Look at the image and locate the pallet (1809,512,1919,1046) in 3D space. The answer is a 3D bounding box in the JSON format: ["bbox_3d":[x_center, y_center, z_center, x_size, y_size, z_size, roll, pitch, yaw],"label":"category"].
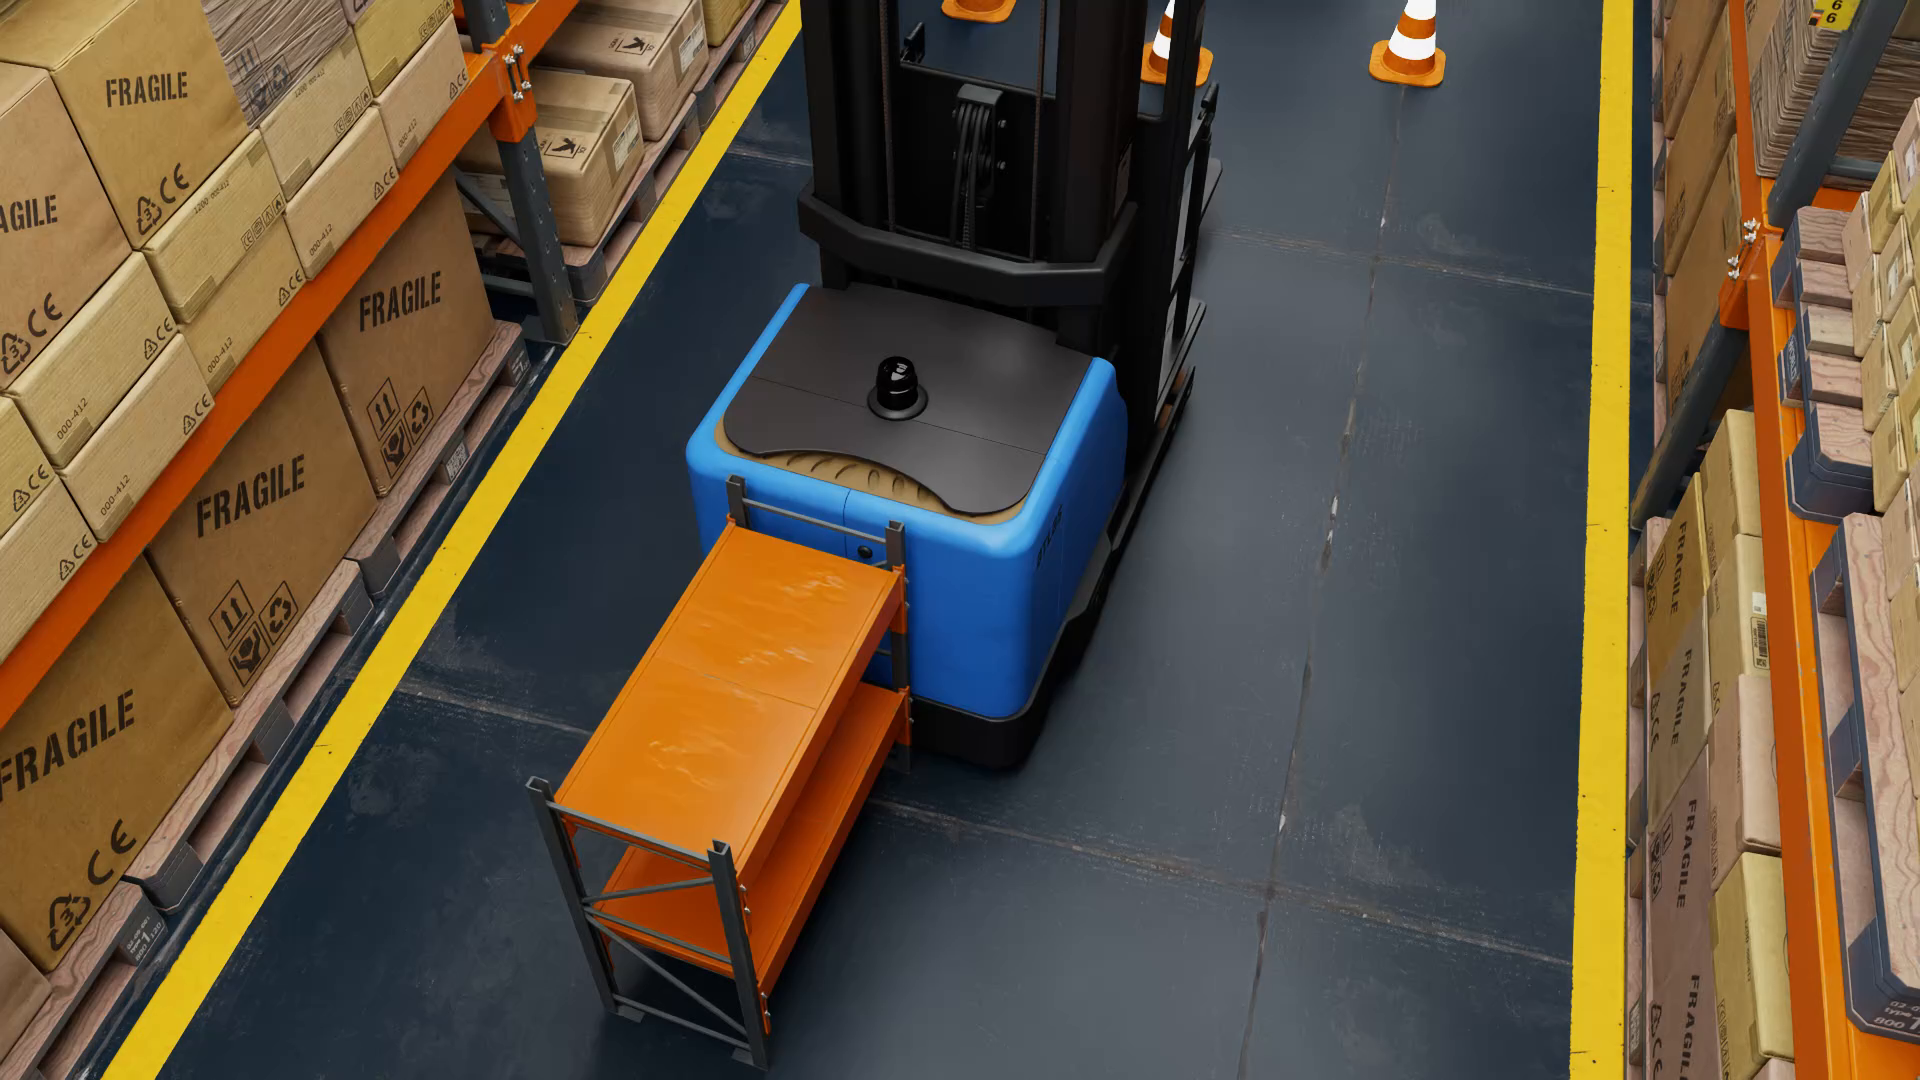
[{"bbox_3d":[2.343,0.534,3.406,1.003,0.211,1.213,12,50,10],"label":"pallet"}]

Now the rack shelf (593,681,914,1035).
[{"bbox_3d":[-0.563,0.791,4.628,0.538,0.278,1.000,16,51,14],"label":"rack shelf"}]

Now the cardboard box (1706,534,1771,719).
[{"bbox_3d":[2.276,0.289,4.382,0.500,0.250,0.500,11,49,10],"label":"cardboard box"}]

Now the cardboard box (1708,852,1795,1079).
[{"bbox_3d":[1.997,1.021,3.735,0.500,0.250,0.500,10,49,8],"label":"cardboard box"}]

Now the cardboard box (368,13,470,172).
[{"bbox_3d":[-1.860,-1.406,5.091,0.500,0.250,0.500,10,49,9],"label":"cardboard box"}]

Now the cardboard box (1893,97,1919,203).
[{"bbox_3d":[2.515,-0.923,4.054,0.380,0.149,0.250,12,50,10],"label":"cardboard box"}]

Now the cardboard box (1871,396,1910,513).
[{"bbox_3d":[2.301,-0.156,3.775,0.380,0.149,0.250,14,50,12],"label":"cardboard box"}]

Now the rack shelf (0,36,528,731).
[{"bbox_3d":[-2.504,-0.188,4.395,1.077,0.370,4.000,12,50,10],"label":"rack shelf"}]

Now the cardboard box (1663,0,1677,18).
[{"bbox_3d":[3.801,-2.790,7.432,1.050,0.750,0.750,11,50,10],"label":"cardboard box"}]

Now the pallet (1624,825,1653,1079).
[{"bbox_3d":[2.294,1.398,4.375,1.003,0.211,1.213,12,50,10],"label":"pallet"}]

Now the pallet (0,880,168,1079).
[{"bbox_3d":[-2.900,1.370,4.400,1.003,0.211,1.213,12,50,10],"label":"pallet"}]

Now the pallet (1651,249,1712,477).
[{"bbox_3d":[3.105,-0.602,6.140,1.003,0.211,1.213,12,50,10],"label":"pallet"}]

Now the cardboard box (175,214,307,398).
[{"bbox_3d":[-2.128,-0.673,4.443,0.500,0.250,0.500,11,50,10],"label":"cardboard box"}]

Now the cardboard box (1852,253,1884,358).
[{"bbox_3d":[2.441,-0.547,4.120,0.380,0.149,0.250,14,50,12],"label":"cardboard box"}]

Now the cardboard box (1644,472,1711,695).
[{"bbox_3d":[2.392,0.180,4.977,0.500,0.500,0.500,10,49,8],"label":"cardboard box"}]

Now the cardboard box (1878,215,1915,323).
[{"bbox_3d":[2.434,-0.617,3.983,0.380,0.149,0.250,14,50,12],"label":"cardboard box"}]

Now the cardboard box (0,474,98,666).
[{"bbox_3d":[-2.375,0.062,3.795,0.500,0.250,0.500,11,50,10],"label":"cardboard box"}]

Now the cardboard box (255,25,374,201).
[{"bbox_3d":[-1.991,-1.217,4.590,0.500,0.250,0.500,10,49,9],"label":"cardboard box"}]

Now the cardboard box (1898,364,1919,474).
[{"bbox_3d":[2.301,-0.241,3.651,0.380,0.149,0.250,12,50,10],"label":"cardboard box"}]

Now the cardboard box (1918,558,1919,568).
[{"bbox_3d":[2.166,0.118,3.334,0.380,0.149,0.250,11,50,10],"label":"cardboard box"}]

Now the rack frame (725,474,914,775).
[{"bbox_3d":[-0.381,0.273,4.759,0.500,1.125,0.032,16,51,14],"label":"rack frame"}]

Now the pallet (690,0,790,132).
[{"bbox_3d":[-1.447,-2.395,7.723,1.003,0.211,1.213,12,50,10],"label":"pallet"}]

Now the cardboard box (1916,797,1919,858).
[{"bbox_3d":[2.025,0.599,3.108,0.380,0.149,0.250,14,50,12],"label":"cardboard box"}]

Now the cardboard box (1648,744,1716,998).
[{"bbox_3d":[2.133,0.917,4.327,0.500,0.500,0.500,10,49,9],"label":"cardboard box"}]

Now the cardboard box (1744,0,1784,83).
[{"bbox_3d":[2.817,-1.742,5.220,0.500,0.500,0.500,12,50,10],"label":"cardboard box"}]

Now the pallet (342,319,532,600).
[{"bbox_3d":[-2.258,-0.395,5.958,1.003,0.211,1.213,12,50,10],"label":"pallet"}]

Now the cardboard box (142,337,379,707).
[{"bbox_3d":[-2.478,-0.181,5.046,0.875,0.875,0.875,12,50,10],"label":"cardboard box"}]

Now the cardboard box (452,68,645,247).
[{"bbox_3d":[-1.819,-1.549,6.589,0.950,0.372,0.625,9,49,7],"label":"cardboard box"}]

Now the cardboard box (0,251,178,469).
[{"bbox_3d":[-2.243,-0.467,3.928,0.500,0.250,0.500,10,49,9],"label":"cardboard box"}]

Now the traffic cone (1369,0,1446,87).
[{"bbox_3d":[2.068,-2.351,7.516,0.336,0.463,0.334,12,50,10],"label":"traffic cone"}]

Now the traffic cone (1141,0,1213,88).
[{"bbox_3d":[0.988,-2.346,7.512,0.336,0.463,0.334,12,50,10],"label":"traffic cone"}]

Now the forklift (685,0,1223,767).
[{"bbox_3d":[0.223,-1.409,5.039,1.130,2.935,3.031,16,50,14],"label":"forklift"}]

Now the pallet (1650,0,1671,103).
[{"bbox_3d":[3.747,-2.367,7.698,1.003,0.211,1.213,12,50,10],"label":"pallet"}]

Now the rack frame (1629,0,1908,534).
[{"bbox_3d":[2.824,-0.969,4.605,1.000,3.000,0.127,12,50,10],"label":"rack frame"}]

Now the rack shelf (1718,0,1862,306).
[{"bbox_3d":[3.351,-2.178,6.151,1.077,0.370,4.000,12,50,10],"label":"rack shelf"}]

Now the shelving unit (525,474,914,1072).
[{"bbox_3d":[-0.563,0.629,4.445,0.538,1.125,1.048,16,51,14],"label":"shelving unit"}]

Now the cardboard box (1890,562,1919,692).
[{"bbox_3d":[2.165,0.218,3.444,0.380,0.149,0.250,12,50,11],"label":"cardboard box"}]

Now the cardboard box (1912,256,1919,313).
[{"bbox_3d":[2.379,-0.554,3.729,0.380,0.149,0.250,11,50,10],"label":"cardboard box"}]

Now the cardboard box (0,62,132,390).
[{"bbox_3d":[-2.266,-0.716,3.648,0.500,0.500,0.500,11,49,9],"label":"cardboard box"}]

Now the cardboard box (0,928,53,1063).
[{"bbox_3d":[-2.944,1.120,3.898,0.875,0.875,0.875,13,50,11],"label":"cardboard box"}]

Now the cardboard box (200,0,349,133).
[{"bbox_3d":[-1.988,-1.439,4.285,0.500,0.500,0.500,12,50,11],"label":"cardboard box"}]

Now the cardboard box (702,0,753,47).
[{"bbox_3d":[-1.428,-2.632,7.545,0.950,0.372,0.625,13,50,11],"label":"cardboard box"}]

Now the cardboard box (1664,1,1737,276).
[{"bbox_3d":[3.298,-1.419,6.223,1.050,0.750,0.750,12,50,11],"label":"cardboard box"}]
